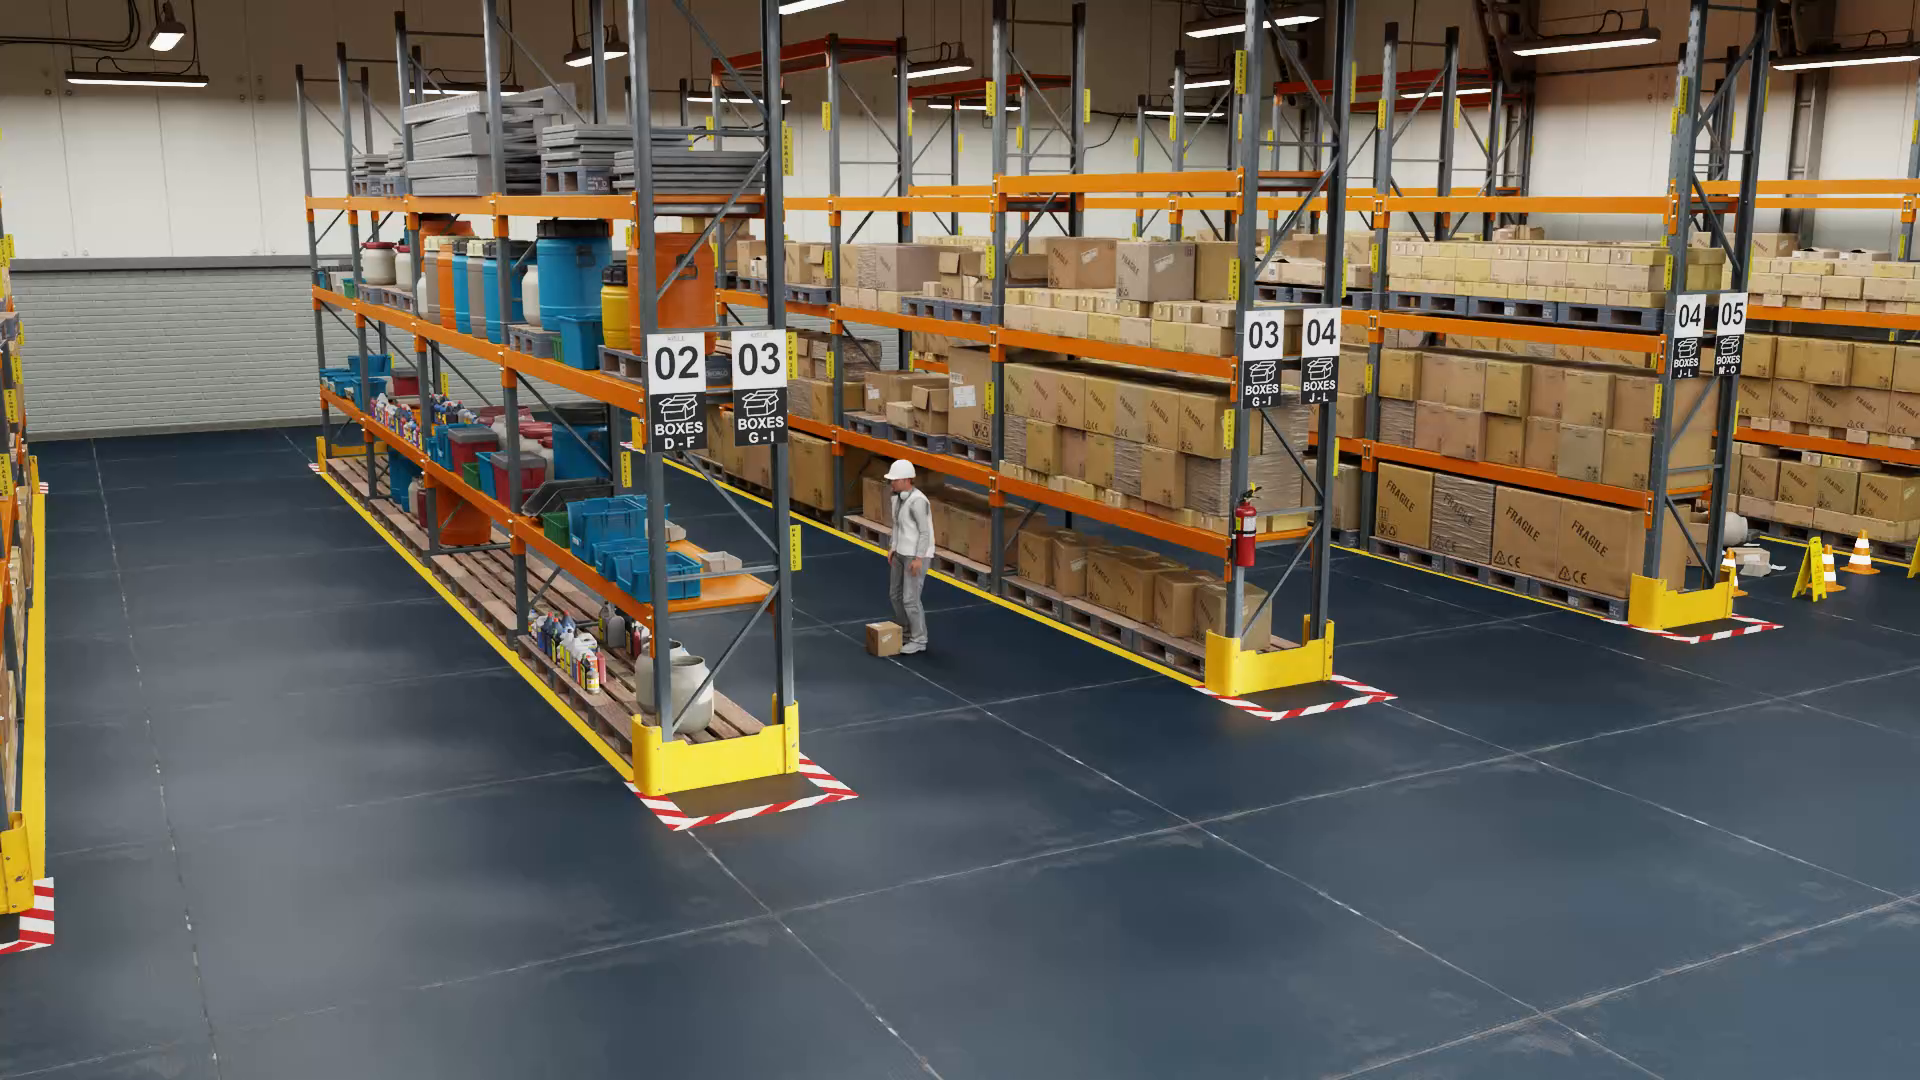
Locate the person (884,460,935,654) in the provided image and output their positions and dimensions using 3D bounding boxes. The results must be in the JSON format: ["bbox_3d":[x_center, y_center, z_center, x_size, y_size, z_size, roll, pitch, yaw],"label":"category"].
[{"bbox_3d":[-0.478,0.135,15.222,0.464,1.771,0.581,-6,13,-28],"label":"person"}]
